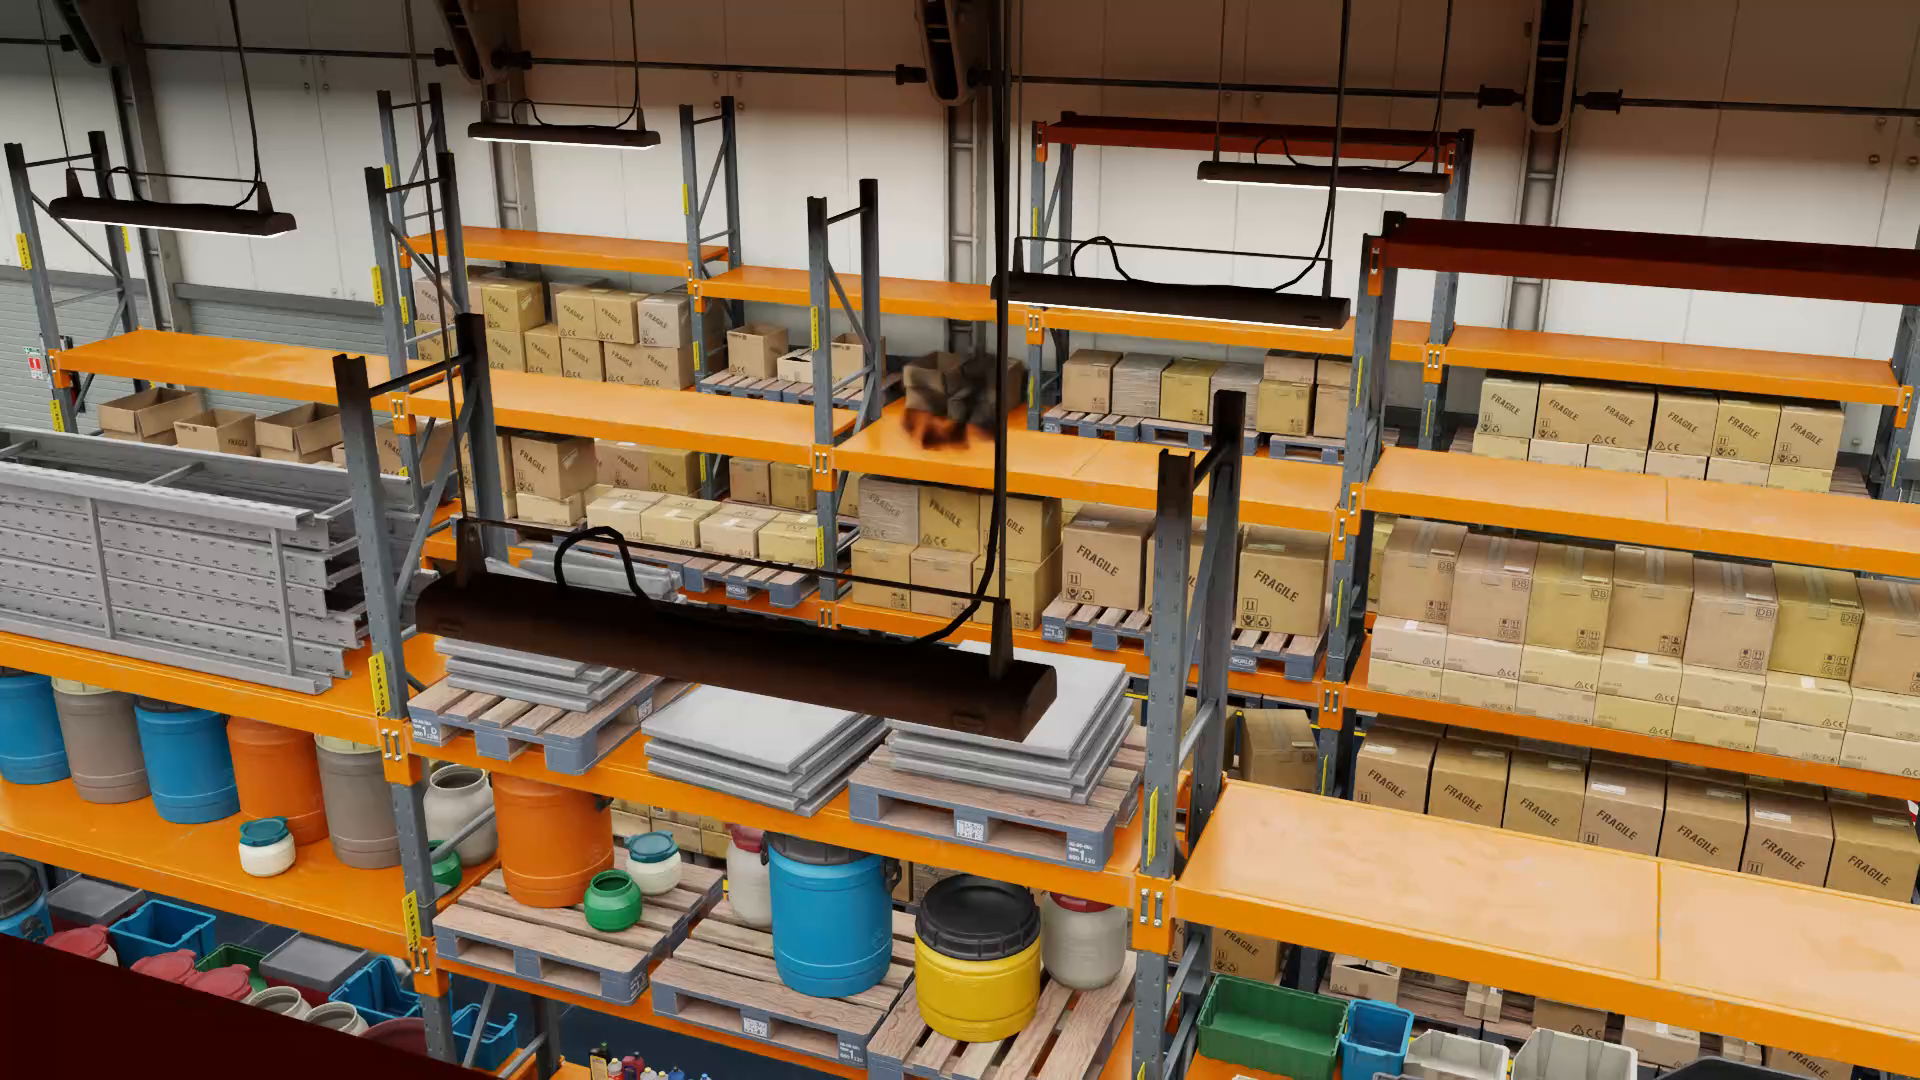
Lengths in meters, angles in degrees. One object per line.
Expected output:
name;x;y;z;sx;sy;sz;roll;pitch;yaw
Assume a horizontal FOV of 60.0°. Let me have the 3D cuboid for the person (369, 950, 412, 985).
person;-4.622;2.735;12.881;0.776;1.658;0.627;6;22;16
